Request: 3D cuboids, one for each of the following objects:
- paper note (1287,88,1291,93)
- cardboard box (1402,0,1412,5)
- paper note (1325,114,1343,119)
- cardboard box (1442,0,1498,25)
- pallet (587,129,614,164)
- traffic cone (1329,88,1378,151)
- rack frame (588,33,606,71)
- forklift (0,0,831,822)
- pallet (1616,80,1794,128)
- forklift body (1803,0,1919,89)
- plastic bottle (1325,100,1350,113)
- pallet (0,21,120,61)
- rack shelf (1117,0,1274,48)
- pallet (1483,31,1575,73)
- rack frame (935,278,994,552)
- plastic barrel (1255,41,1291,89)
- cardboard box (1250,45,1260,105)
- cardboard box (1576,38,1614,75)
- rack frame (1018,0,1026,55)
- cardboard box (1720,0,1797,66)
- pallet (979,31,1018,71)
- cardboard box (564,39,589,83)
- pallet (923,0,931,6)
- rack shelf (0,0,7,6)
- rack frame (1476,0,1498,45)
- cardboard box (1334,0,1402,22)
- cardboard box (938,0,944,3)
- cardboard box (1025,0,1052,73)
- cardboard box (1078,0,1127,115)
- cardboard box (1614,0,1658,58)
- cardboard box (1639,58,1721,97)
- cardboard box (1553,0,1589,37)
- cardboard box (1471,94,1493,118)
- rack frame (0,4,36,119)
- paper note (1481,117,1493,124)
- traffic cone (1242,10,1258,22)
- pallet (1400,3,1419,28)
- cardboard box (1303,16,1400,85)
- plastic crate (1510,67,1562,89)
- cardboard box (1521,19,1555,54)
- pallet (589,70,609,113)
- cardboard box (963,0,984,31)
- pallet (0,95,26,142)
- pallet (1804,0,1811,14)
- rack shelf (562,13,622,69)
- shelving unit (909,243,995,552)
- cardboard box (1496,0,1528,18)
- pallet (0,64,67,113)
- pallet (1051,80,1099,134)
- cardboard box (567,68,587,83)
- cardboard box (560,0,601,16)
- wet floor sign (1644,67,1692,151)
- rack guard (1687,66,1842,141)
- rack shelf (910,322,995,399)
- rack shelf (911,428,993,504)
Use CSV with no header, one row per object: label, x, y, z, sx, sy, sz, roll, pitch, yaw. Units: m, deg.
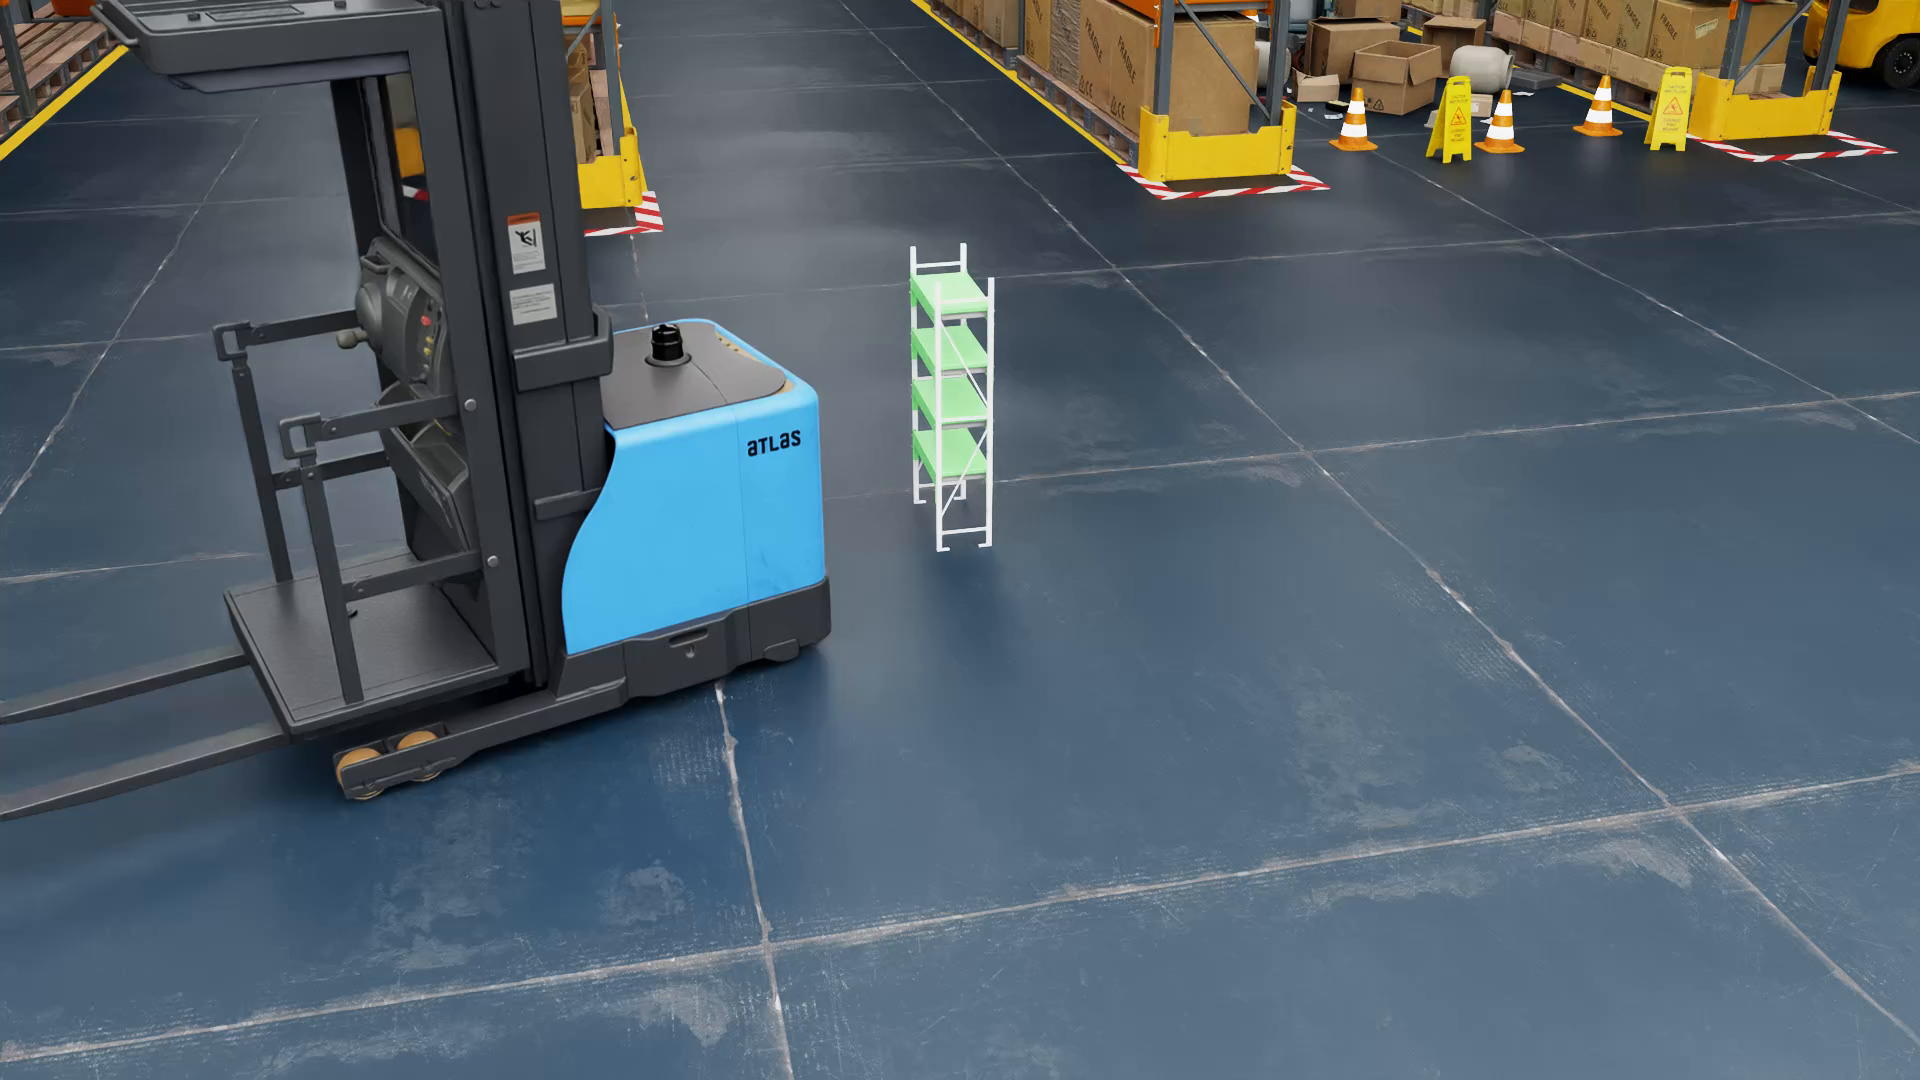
paper note,3.156,-4.220,15.585,0.172,0.023,0.155,3,27,6
cardboard box,5.422,-6.371,18.994,0.950,0.372,0.625,-5,27,-10
paper note,3.278,-3.720,14.587,0.144,0.017,0.142,3,27,6
cardboard box,5.746,-5.751,17.765,0.950,0.372,0.625,-6,27,-11
pallet,-3.053,-2.893,12.747,1.003,0.211,1.213,-6,27,-12
traffic cone,3.232,-3.448,13.568,0.336,0.463,0.334,-6,27,-12
rack frame,-3.789,-5.500,14.818,1.000,3.000,0.127,-6,27,-12
forklift,-2.015,-0.716,5.416,3.031,2.935,1.130,-16,31,-29
pallet,6.602,-3.899,14.741,1.003,0.211,1.213,-6,27,-12
forklift body,9.398,-5.524,15.808,2.313,2.155,1.214,-6,27,-12
plastic bottle,3.368,-3.886,14.881,0.133,0.061,0.283,-16,31,-29
pallet,-9.379,-5.164,17.247,1.003,0.211,1.213,-6,27,-12
rack shelf,1.517,-4.760,14.150,1.077,0.370,4.000,-6,27,-12
pallet,6.052,-4.970,16.863,1.003,0.211,1.213,-6,27,-12
rack frame,0.018,-0.501,6.911,0.240,1.200,0.015,-6,27,-12
plastic barrel,2.817,-4.467,15.630,0.512,0.421,0.421,13,30,24
cardboard box,2.416,-4.267,15.147,0.500,0.500,0.500,-1,27,-3
cardboard box,6.091,-4.495,15.412,0.500,0.250,0.500,-7,28,-13
rack frame,1.067,-5.959,15.728,1.000,3.000,0.127,-6,27,-12
cardboard box,6.850,-4.438,14.466,0.500,0.500,0.500,-7,28,-13
pallet,0.819,-5.045,17.012,1.003,0.211,1.213,-6,27,-12
cardboard box,-3.384,-3.877,13.910,0.500,0.500,0.500,-8,28,-16
pallet,-0.010,-6.814,20.515,1.003,0.211,1.213,-6,27,-12
rack shelf,-8.163,-3.798,12.244,1.077,0.370,4.000,-6,27,-12
rack frame,5.867,-6.506,16.811,1.000,3.000,0.127,-6,27,-12
cardboard box,4.139,-5.534,16.820,0.500,0.500,0.500,-6,27,-12
cardboard box,0.215,-6.622,19.071,1.050,0.750,0.750,-6,27,-12
cardboard box,1.140,-4.915,15.551,0.875,0.875,0.875,-6,27,-11
cardboard box,1.551,-4.119,13.974,0.875,0.875,0.875,-6,27,-12
cardboard box,6.212,-4.599,14.786,0.500,0.500,0.500,-5,27,-10
cardboard box,6.318,-4.048,14.527,0.500,0.250,0.500,-6,27,-12
cardboard box,5.984,-5.053,15.685,0.500,0.500,0.500,-5,27,-9
cardboard box,4.505,-3.848,14.708,0.380,0.149,0.250,8,28,15
rack frame,-8.614,-4.997,13.821,1.000,3.000,0.127,-6,27,-12
paper note,4.616,-3.638,14.423,0.148,0.019,0.142,-16,31,-29
traffic cone,3.183,-5.802,18.231,0.336,0.463,0.334,-6,27,-12
pallet,5.411,-6.140,19.180,1.003,0.211,1.213,-6,27,-12
cardboard box,3.687,-4.620,15.694,0.797,0.637,0.503,-6,27,-12
plastic crate,5.421,-4.430,15.939,0.402,0.080,0.583,-16,31,-29
cardboard box,5.868,-4.947,16.307,0.500,0.250,0.500,-4,27,-9
pallet,-3.603,-3.964,14.869,1.003,0.211,1.213,-6,27,-12
cardboard box,0.625,-5.830,17.502,1.050,0.750,0.750,-6,27,-12
pallet,-8.503,-3.453,13.857,1.003,0.211,1.213,-6,27,-12
pallet,10.498,-6.087,19.075,1.003,0.211,1.213,-6,27,-12
rack shelf,-3.338,-4.301,13.240,1.077,0.370,4.000,-6,27,-12
shelving unit,-0.037,-0.608,7.124,0.258,1.200,0.503,-6,27,-12
cardboard box,5.736,-5.515,16.600,0.500,0.500,0.500,-5,27,-9
pallet,-8.829,-4.093,15.125,1.003,0.211,1.213,-6,27,-12
pallet,1.440,-3.836,14.616,1.003,0.211,1.213,-6,27,-12
cardboard box,-3.180,-3.350,12.867,0.500,0.500,0.500,1,27,2
cardboard box,-2.719,-3.781,11.691,0.380,0.149,0.250,-6,27,-12
wet floor sign,5.768,-3.507,13.482,0.267,0.644,0.232,3,27,6
rack guard,6.751,-3.668,13.962,1.175,0.500,0.348,-6,27,-12
rack shelf,-0.037,-0.766,7.044,0.258,0.148,0.480,-6,27,-12
rack shelf,-0.037,-0.337,7.261,0.258,0.148,0.480,-6,27,-12
